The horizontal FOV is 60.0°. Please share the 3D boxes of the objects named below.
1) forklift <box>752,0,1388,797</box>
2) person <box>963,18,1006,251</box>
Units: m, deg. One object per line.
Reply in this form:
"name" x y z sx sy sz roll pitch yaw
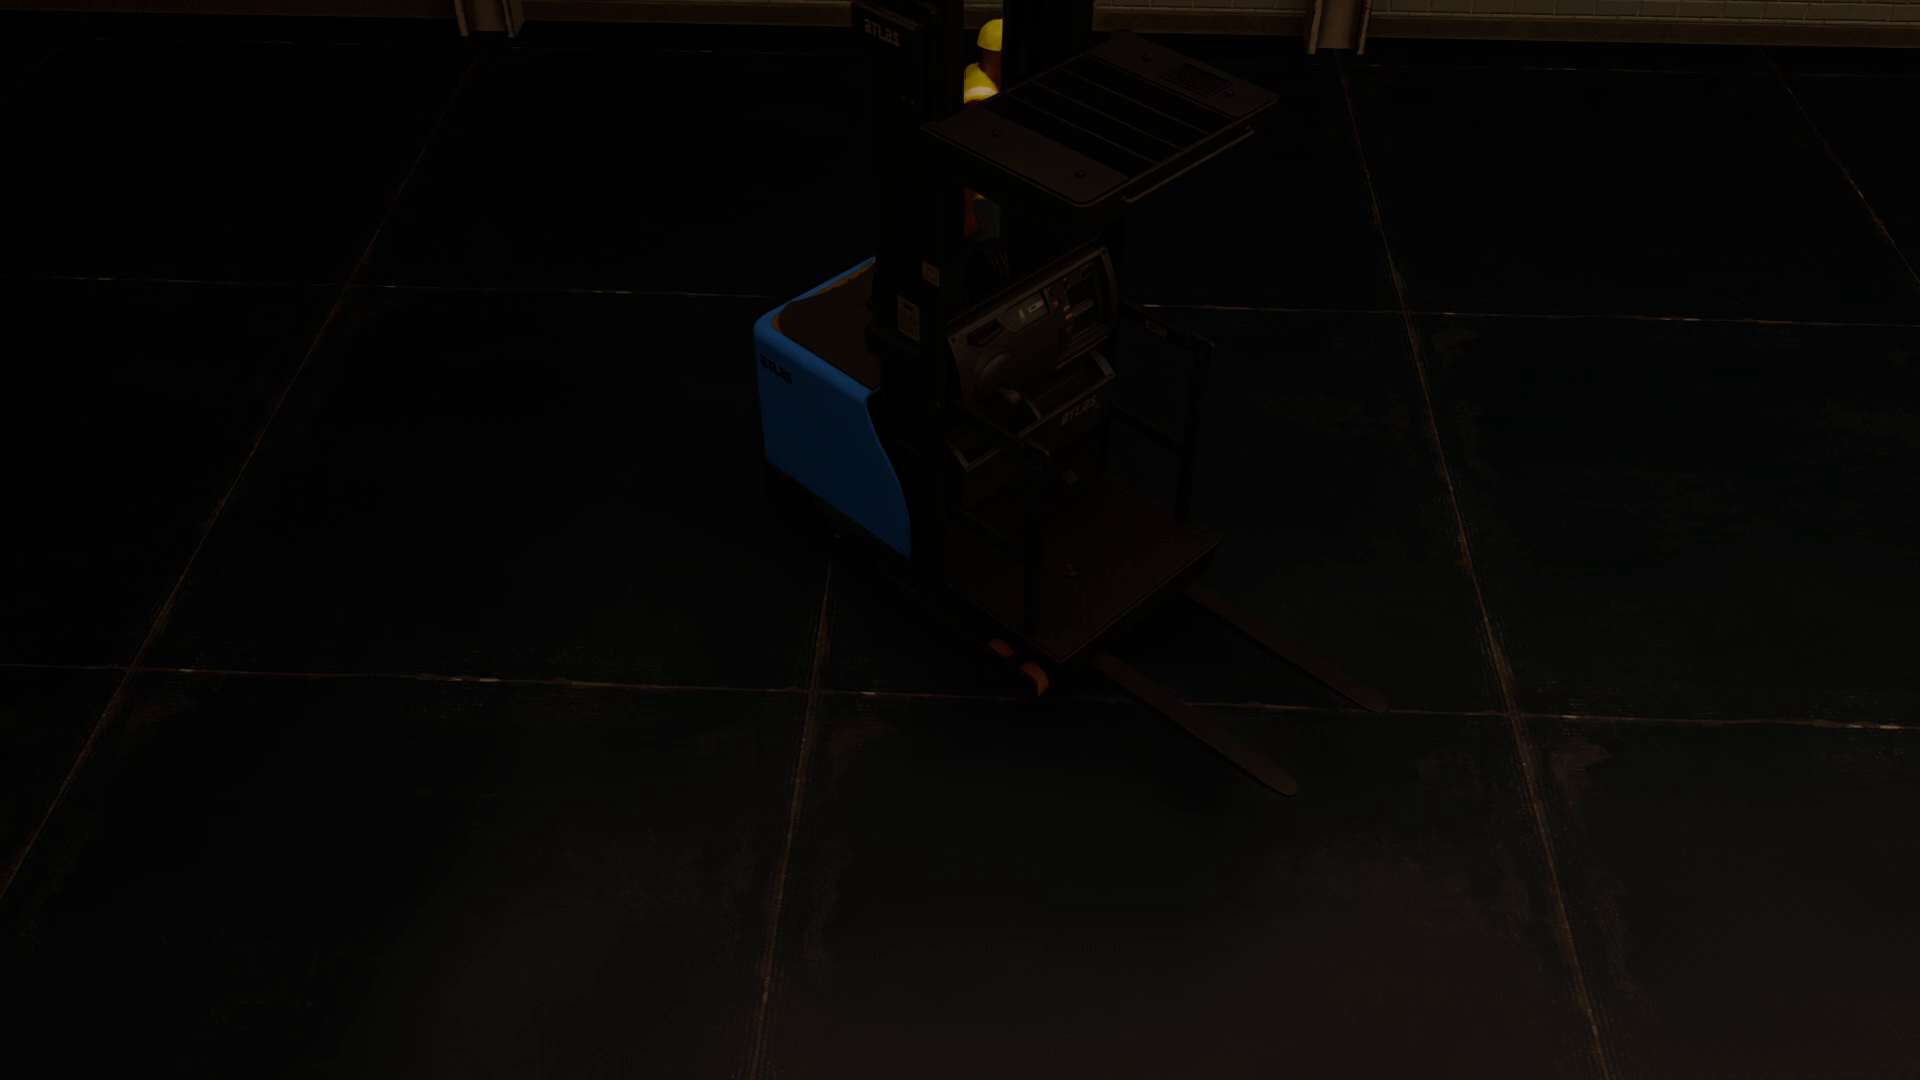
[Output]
"forklift" 0.455 -0.795 6.613 3.031 2.935 1.130 34 52 31
"person" 0.130 -1.888 8.709 0.466 1.731 0.878 -1 42 -1
